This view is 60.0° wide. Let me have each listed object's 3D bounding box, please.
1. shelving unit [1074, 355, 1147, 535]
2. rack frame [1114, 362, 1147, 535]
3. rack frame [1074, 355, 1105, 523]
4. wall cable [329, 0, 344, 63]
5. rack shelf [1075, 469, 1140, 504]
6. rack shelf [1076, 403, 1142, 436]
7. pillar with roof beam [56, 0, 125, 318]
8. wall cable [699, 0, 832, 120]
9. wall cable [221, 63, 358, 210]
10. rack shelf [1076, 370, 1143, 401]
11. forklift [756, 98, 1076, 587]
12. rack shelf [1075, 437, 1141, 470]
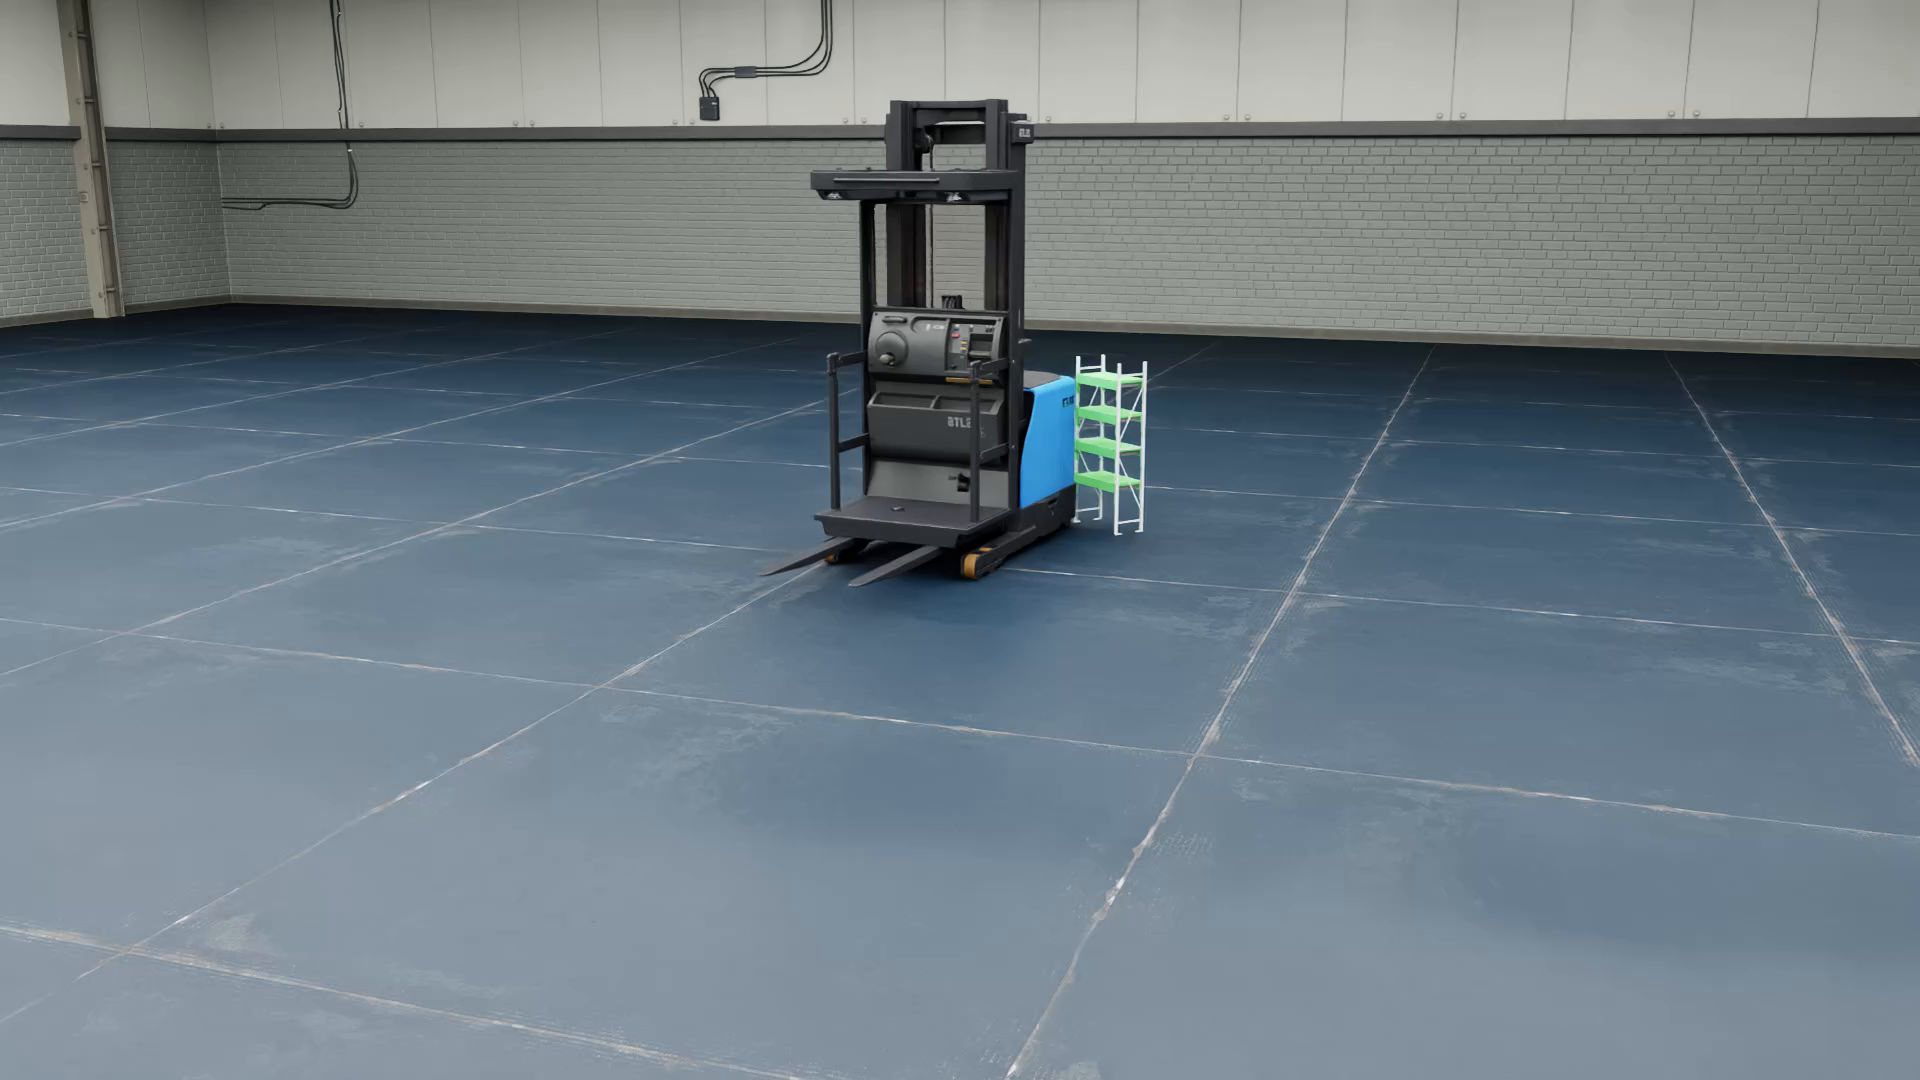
[{"bbox_3d":[1.058,-0.680,11.771,0.258,1.200,0.503,-8,15,-30],"label":"shelving unit"},{"bbox_3d":[1.185,-0.634,11.567,0.240,1.200,0.015,-8,15,-30],"label":"rack frame"},{"bbox_3d":[0.932,-0.727,11.975,0.240,1.200,0.015,-8,15,-30],"label":"rack frame"},{"bbox_3d":[-9.510,-9.411,28.124,3.097,2.526,0.112,4,14,18],"label":"wall cable"},{"bbox_3d":[1.058,-0.384,11.839,0.258,0.148,0.480,-8,15,-30],"label":"rack shelf"},{"bbox_3d":[1.059,-0.852,11.732,0.258,0.148,0.480,-8,15,-30],"label":"rack shelf"},{"bbox_3d":[-10.200,-7.822,25.535,9.100,9.000,0.400,4,14,18],"label":"pillar with roof beam"},{"bbox_3d":[-3.092,-9.628,25.806,2.305,6.003,0.169,4,14,18],"label":"wall cable"},{"bbox_3d":[-12.069,-7.143,29.539,3.097,2.526,0.112,4,14,18],"label":"wall cable"},{"bbox_3d":[1.059,-1.086,11.678,0.258,0.148,0.480,-8,15,-30],"label":"rack shelf"},{"bbox_3d":[-0.247,-1.289,10.547,1.130,2.935,3.031,6,14,24],"label":"forklift"},{"bbox_3d":[1.058,-0.618,11.785,0.258,0.148,0.480,-8,15,-30],"label":"rack shelf"}]
